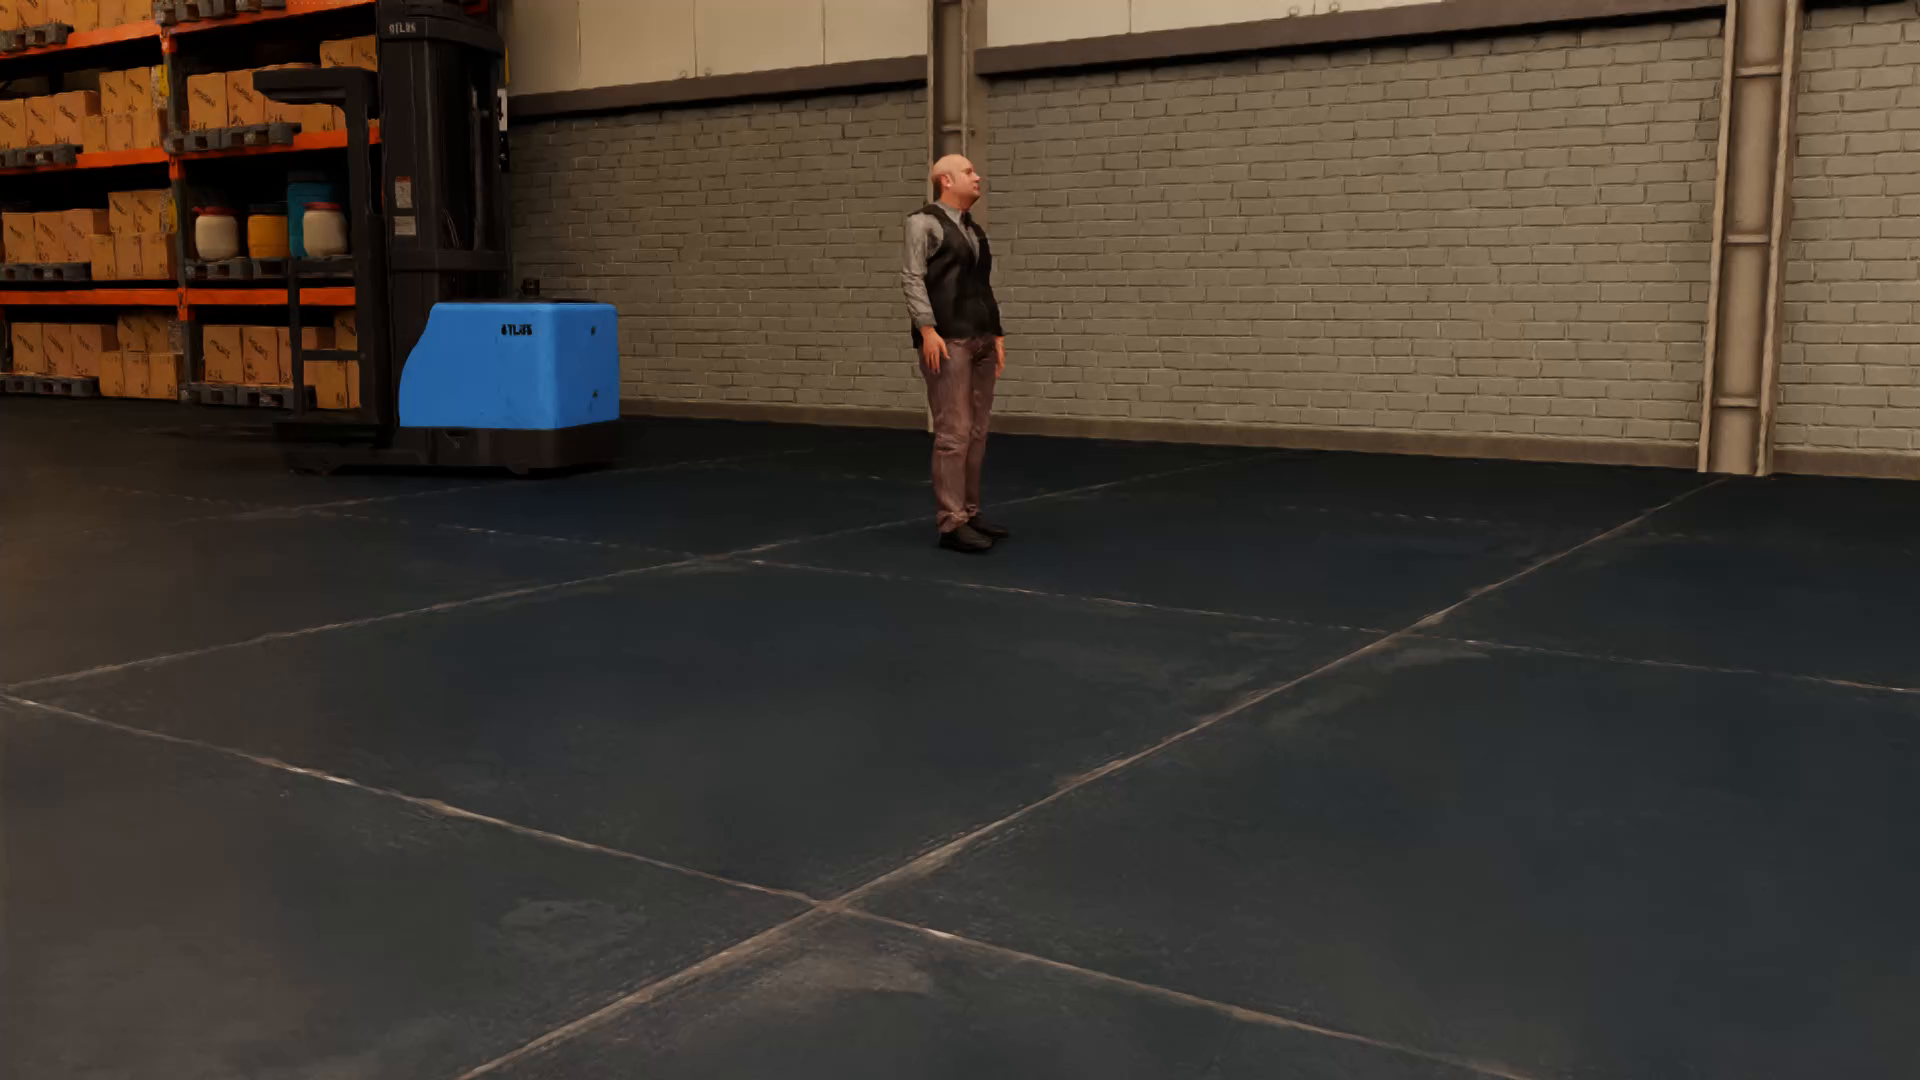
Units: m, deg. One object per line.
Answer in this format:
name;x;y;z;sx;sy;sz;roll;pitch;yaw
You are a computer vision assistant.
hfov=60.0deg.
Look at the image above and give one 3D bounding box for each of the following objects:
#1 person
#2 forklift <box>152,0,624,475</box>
person;0.047;-0.854;7.440;0.567;1.720;0.632;5;10;34
forklift;-3.819;-1.939;10.831;3.031;2.935;1.130;2;8;14
